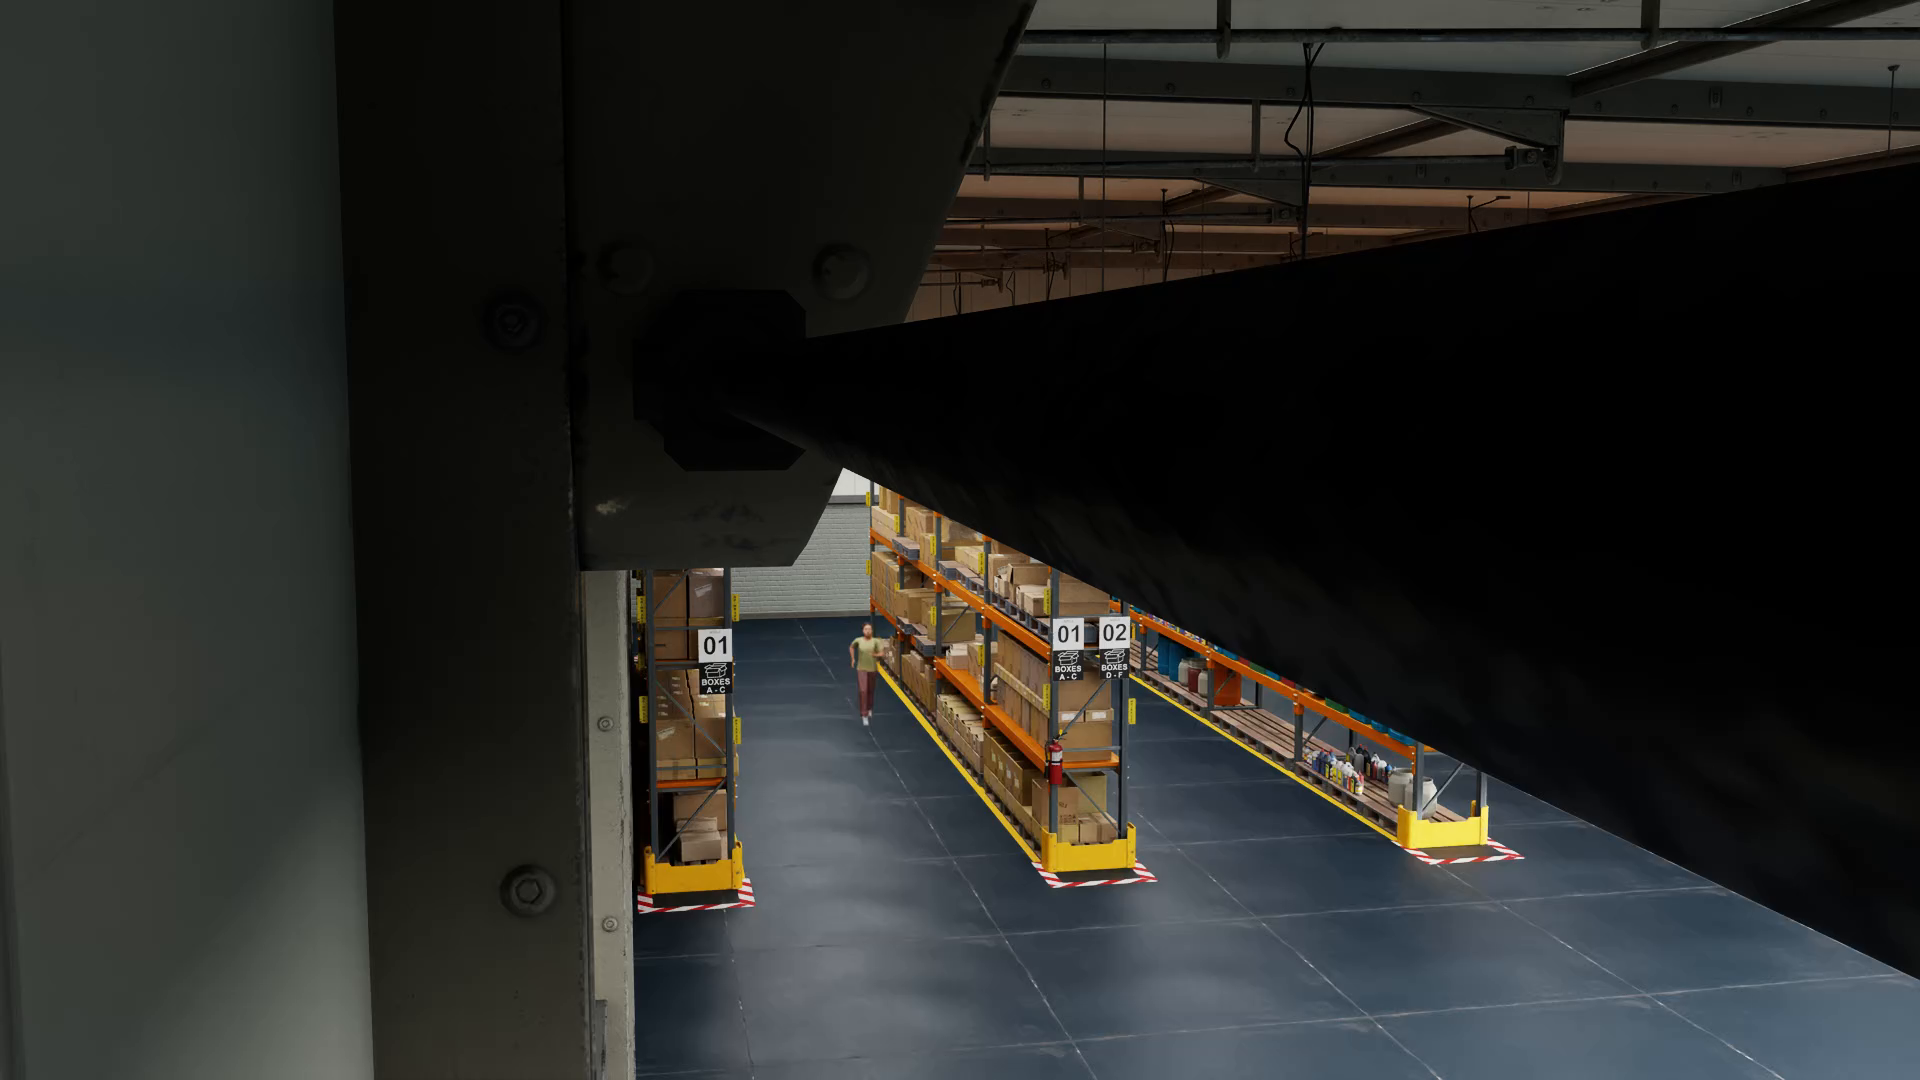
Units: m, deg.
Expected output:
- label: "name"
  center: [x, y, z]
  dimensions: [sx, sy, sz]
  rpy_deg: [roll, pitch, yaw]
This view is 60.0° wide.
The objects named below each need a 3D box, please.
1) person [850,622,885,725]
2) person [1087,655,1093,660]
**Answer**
- label: "person"
  center: [-1.571, 2.241, 28.347]
  dimensions: [0.564, 1.692, 0.856]
  rpy_deg: [-1, 6, -10]
- label: "person"
  center: [2.317, 1.908, 31.528]
  dimensions: [0.670, 1.883, 0.880]
  rpy_deg: [-1, 6, -13]
